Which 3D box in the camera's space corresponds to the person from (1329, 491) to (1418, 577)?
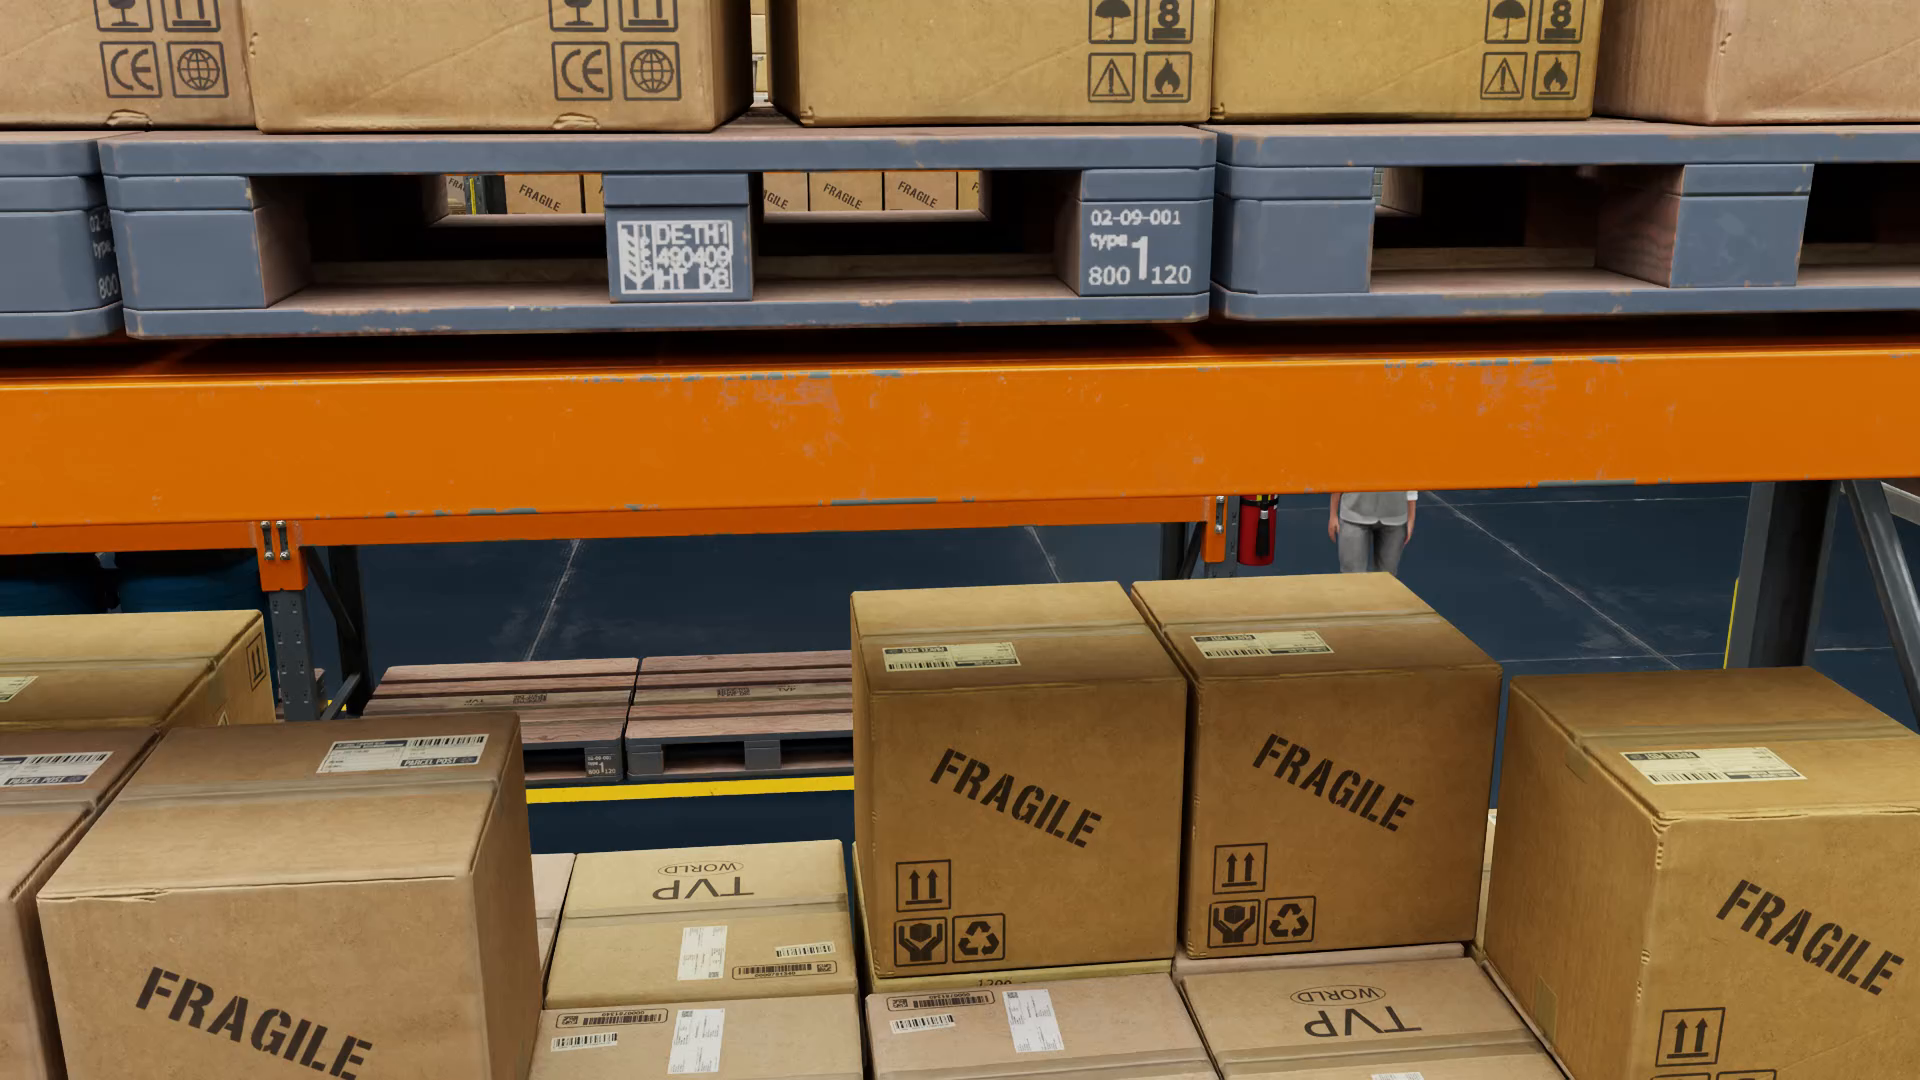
[{"bbox_3d":[2.099,-0.095,8.440,0.432,1.603,0.480,0,17,1],"label":"person"}]
